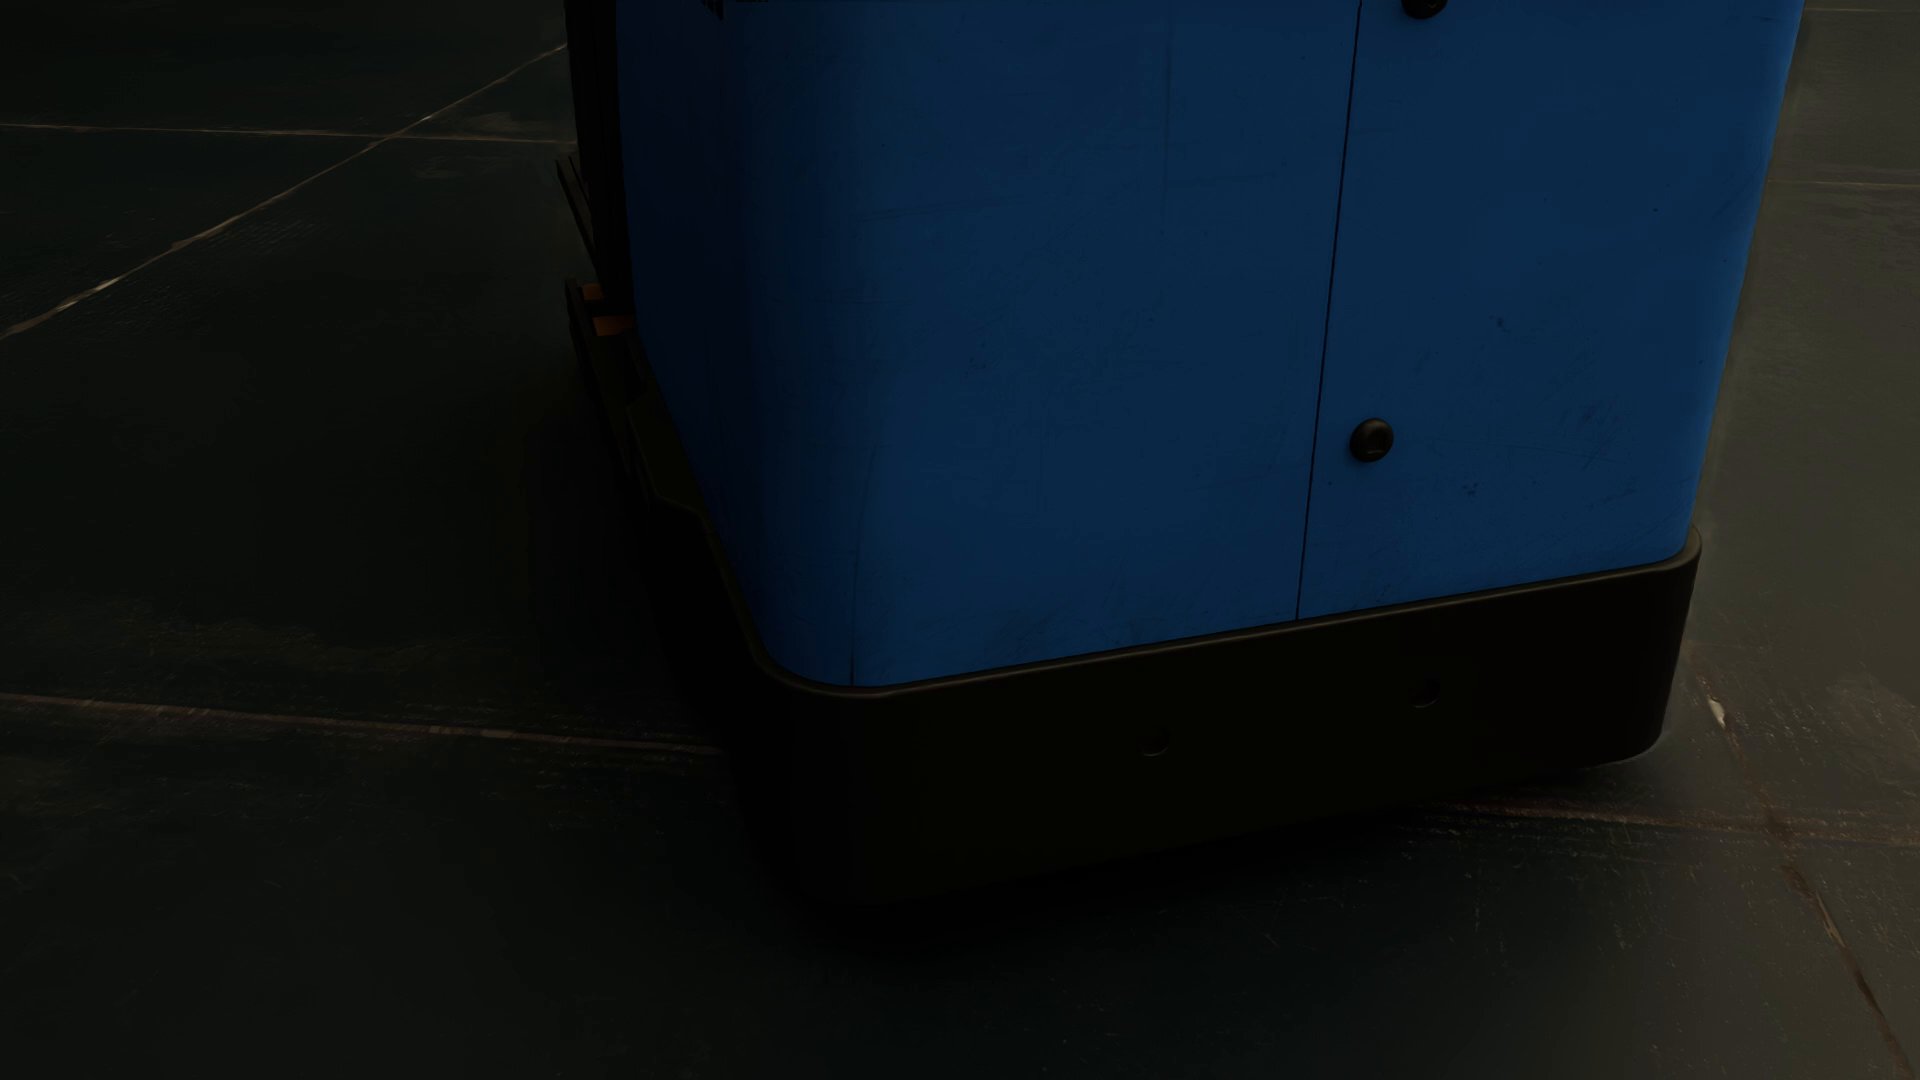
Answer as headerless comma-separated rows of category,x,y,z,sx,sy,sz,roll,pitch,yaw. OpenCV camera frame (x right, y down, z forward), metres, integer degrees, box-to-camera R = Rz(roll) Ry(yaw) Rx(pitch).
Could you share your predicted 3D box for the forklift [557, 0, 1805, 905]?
forklift,-0.111,-1.593,2.410,1.130,2.935,3.031,-8,28,-15
